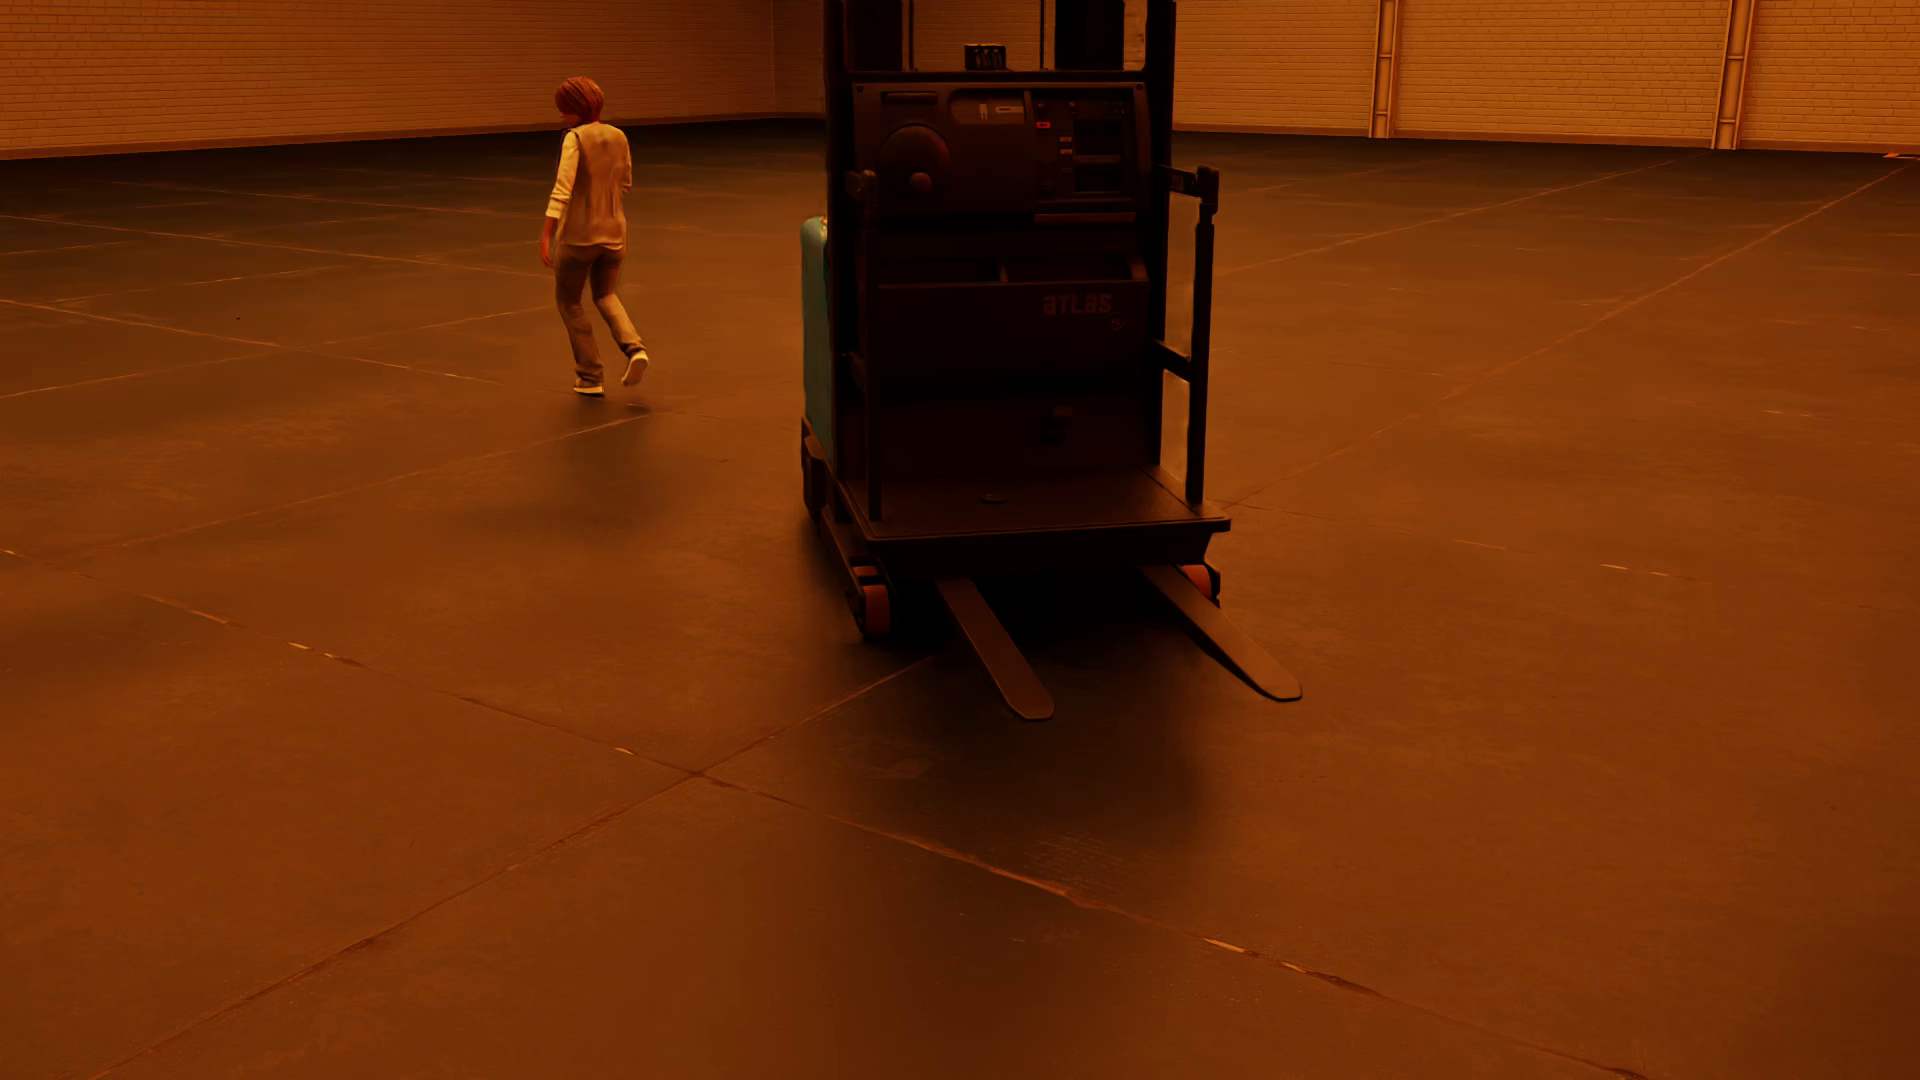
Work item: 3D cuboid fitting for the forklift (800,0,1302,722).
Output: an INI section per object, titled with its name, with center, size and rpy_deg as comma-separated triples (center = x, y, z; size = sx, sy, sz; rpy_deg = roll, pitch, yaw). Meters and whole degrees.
[forklift]
center = 0.178, -1.224, 4.926
size = 1.130, 2.935, 3.031
rpy_deg = -3, 17, -11

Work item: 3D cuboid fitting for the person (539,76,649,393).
[person]
center = -1.851, -1.471, 8.168
size = 0.604, 1.556, 0.516
rpy_deg = -14, 22, -40
